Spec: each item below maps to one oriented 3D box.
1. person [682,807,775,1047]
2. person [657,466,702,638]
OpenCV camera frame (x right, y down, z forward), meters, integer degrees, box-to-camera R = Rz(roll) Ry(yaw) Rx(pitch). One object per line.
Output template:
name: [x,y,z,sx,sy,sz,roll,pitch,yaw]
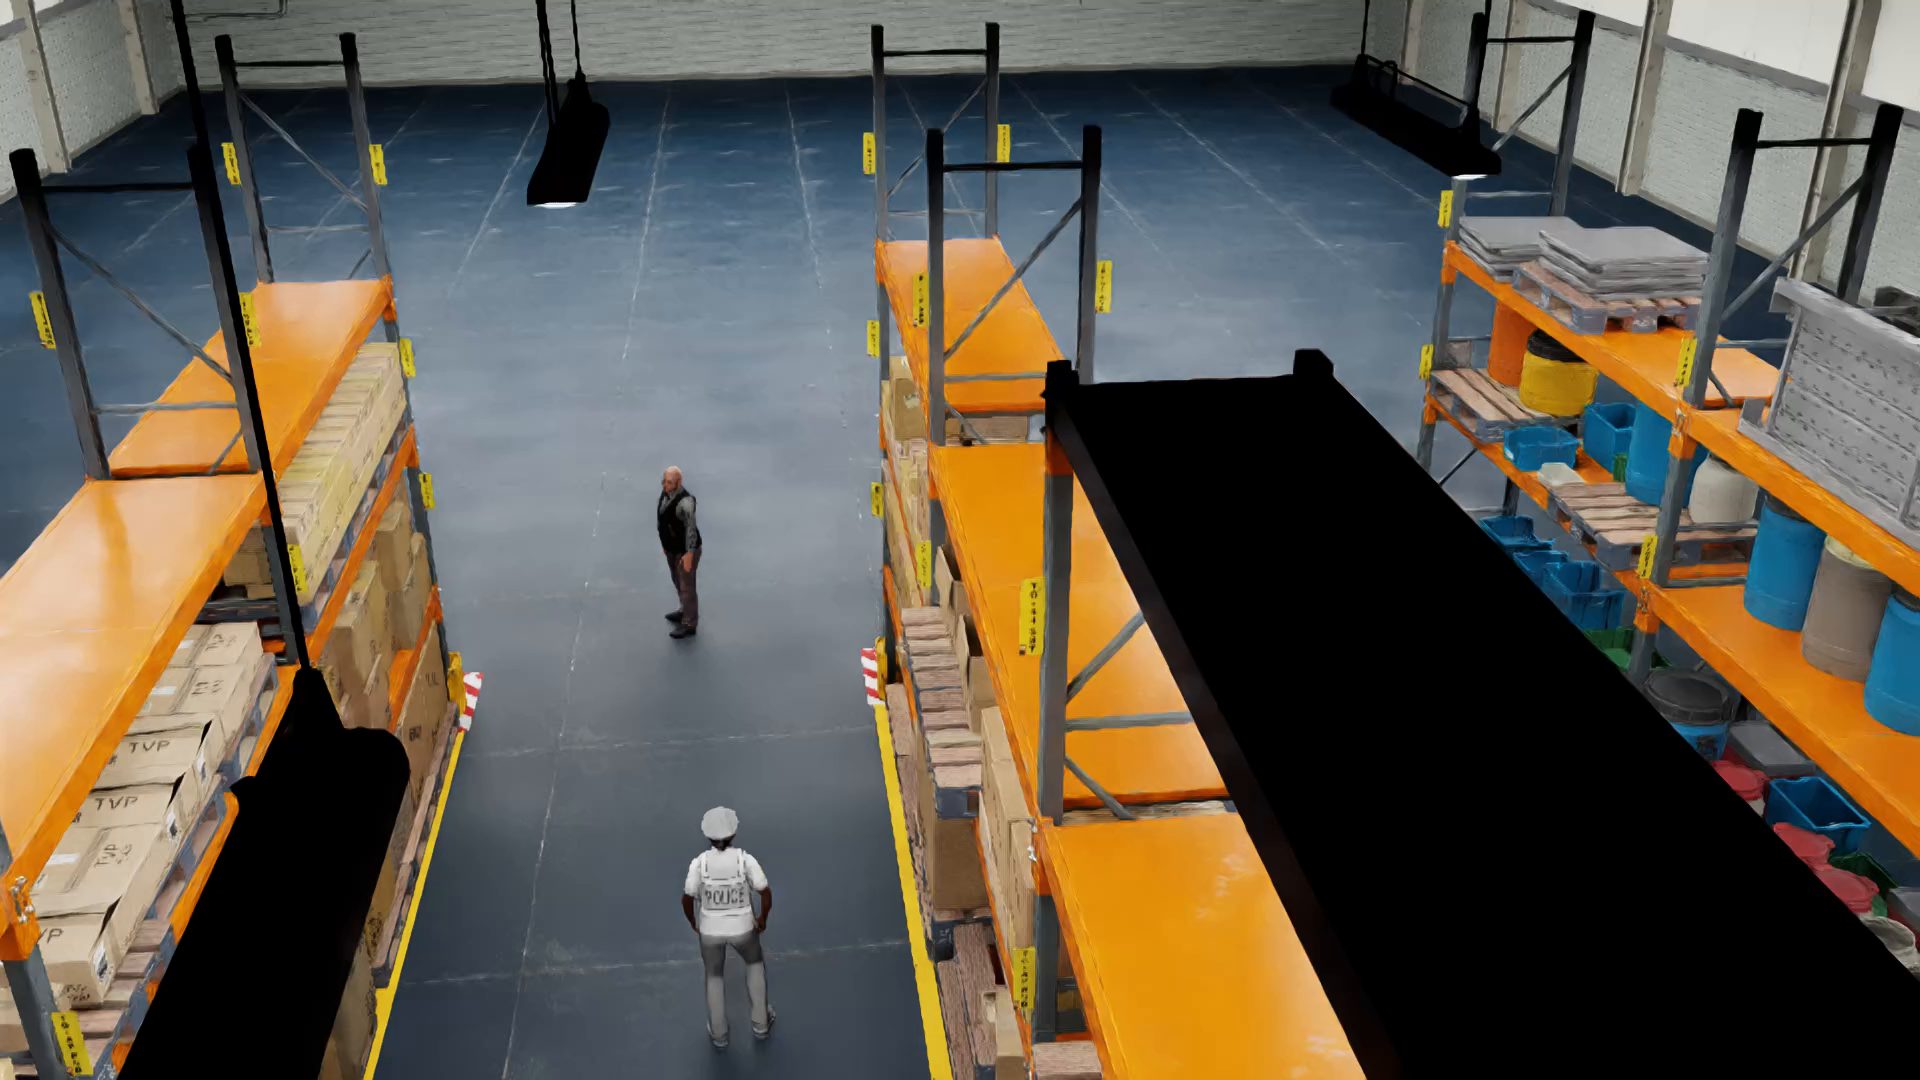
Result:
person: [-1.554,2.597,11.189,0.592,1.629,0.526,-4,26,-8]
person: [-2.780,0.184,16.305,0.463,1.539,0.601,-18,31,-33]
